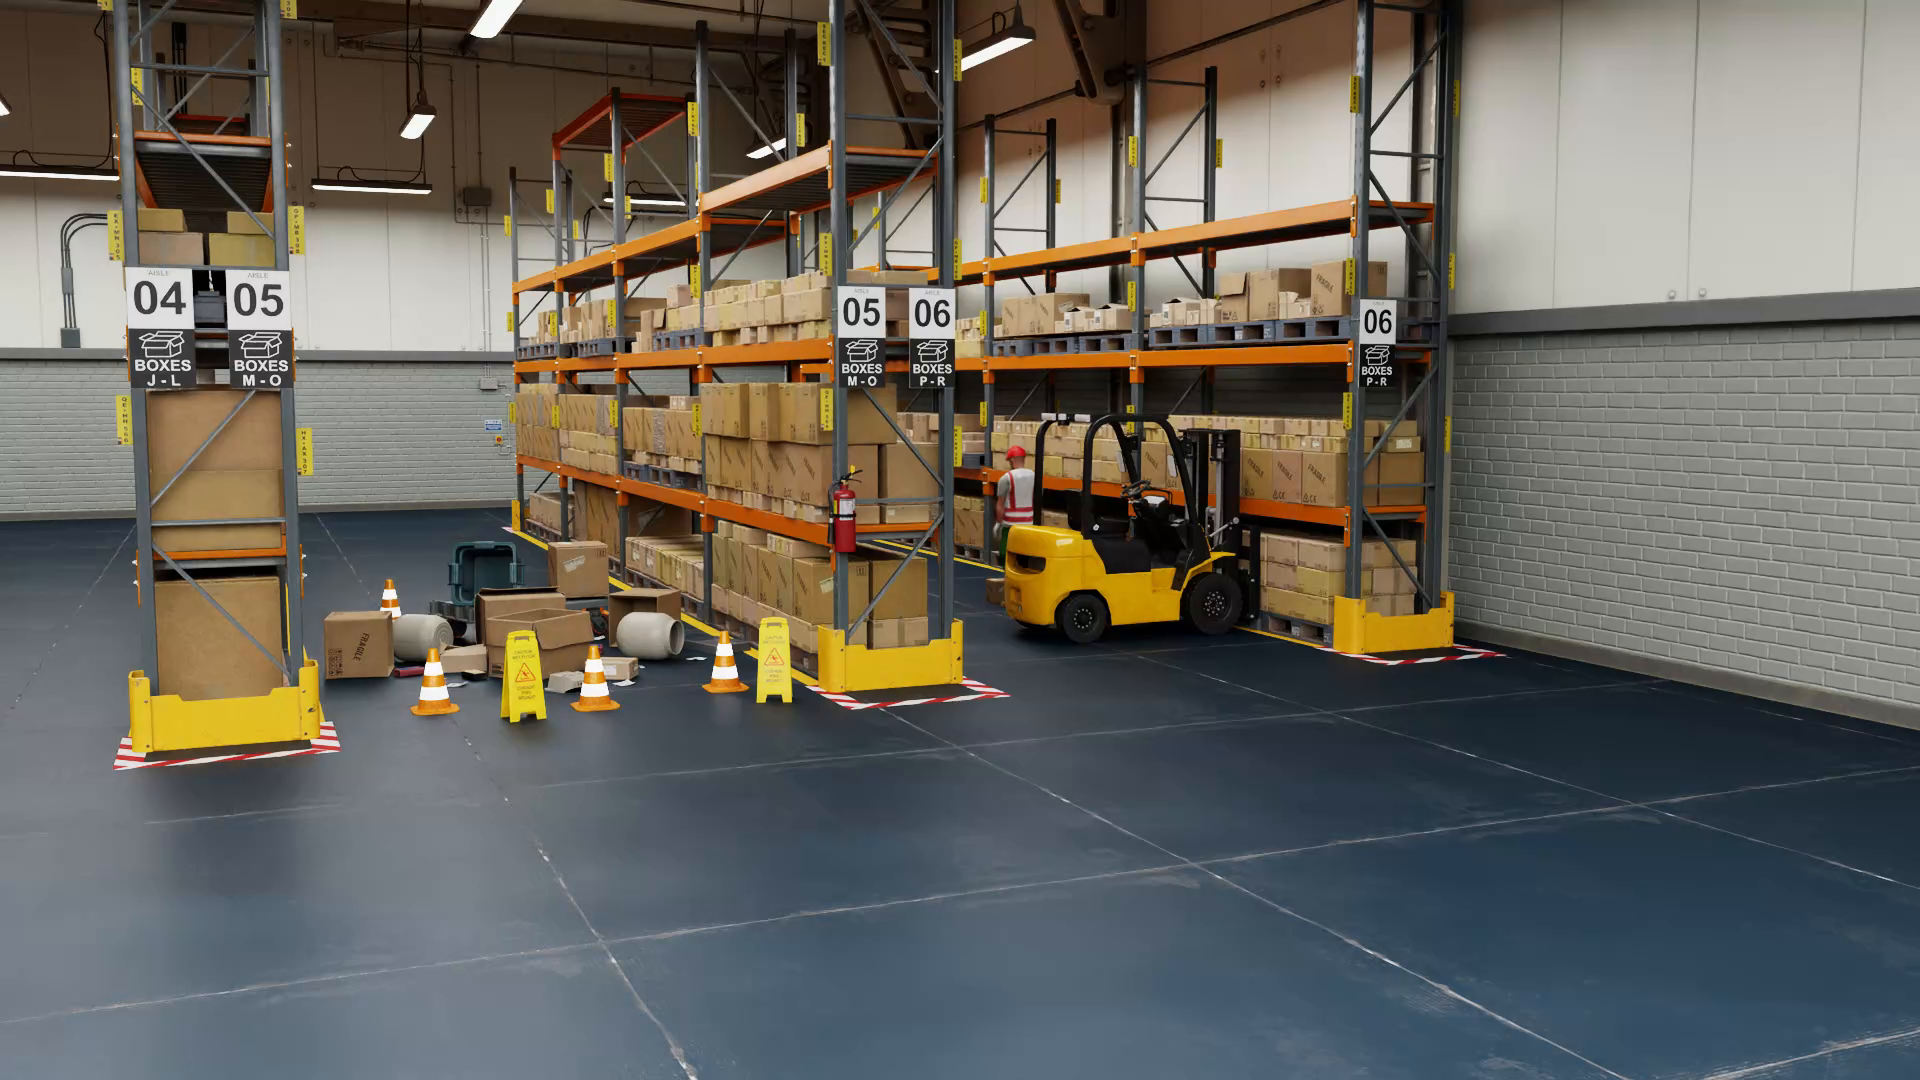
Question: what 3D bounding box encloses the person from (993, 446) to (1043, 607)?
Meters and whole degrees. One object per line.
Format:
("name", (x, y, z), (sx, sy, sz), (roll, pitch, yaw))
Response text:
("person", (0.630, -0.143, 18.201), (0.531, 1.770, 0.377), (-2, 6, -23))
